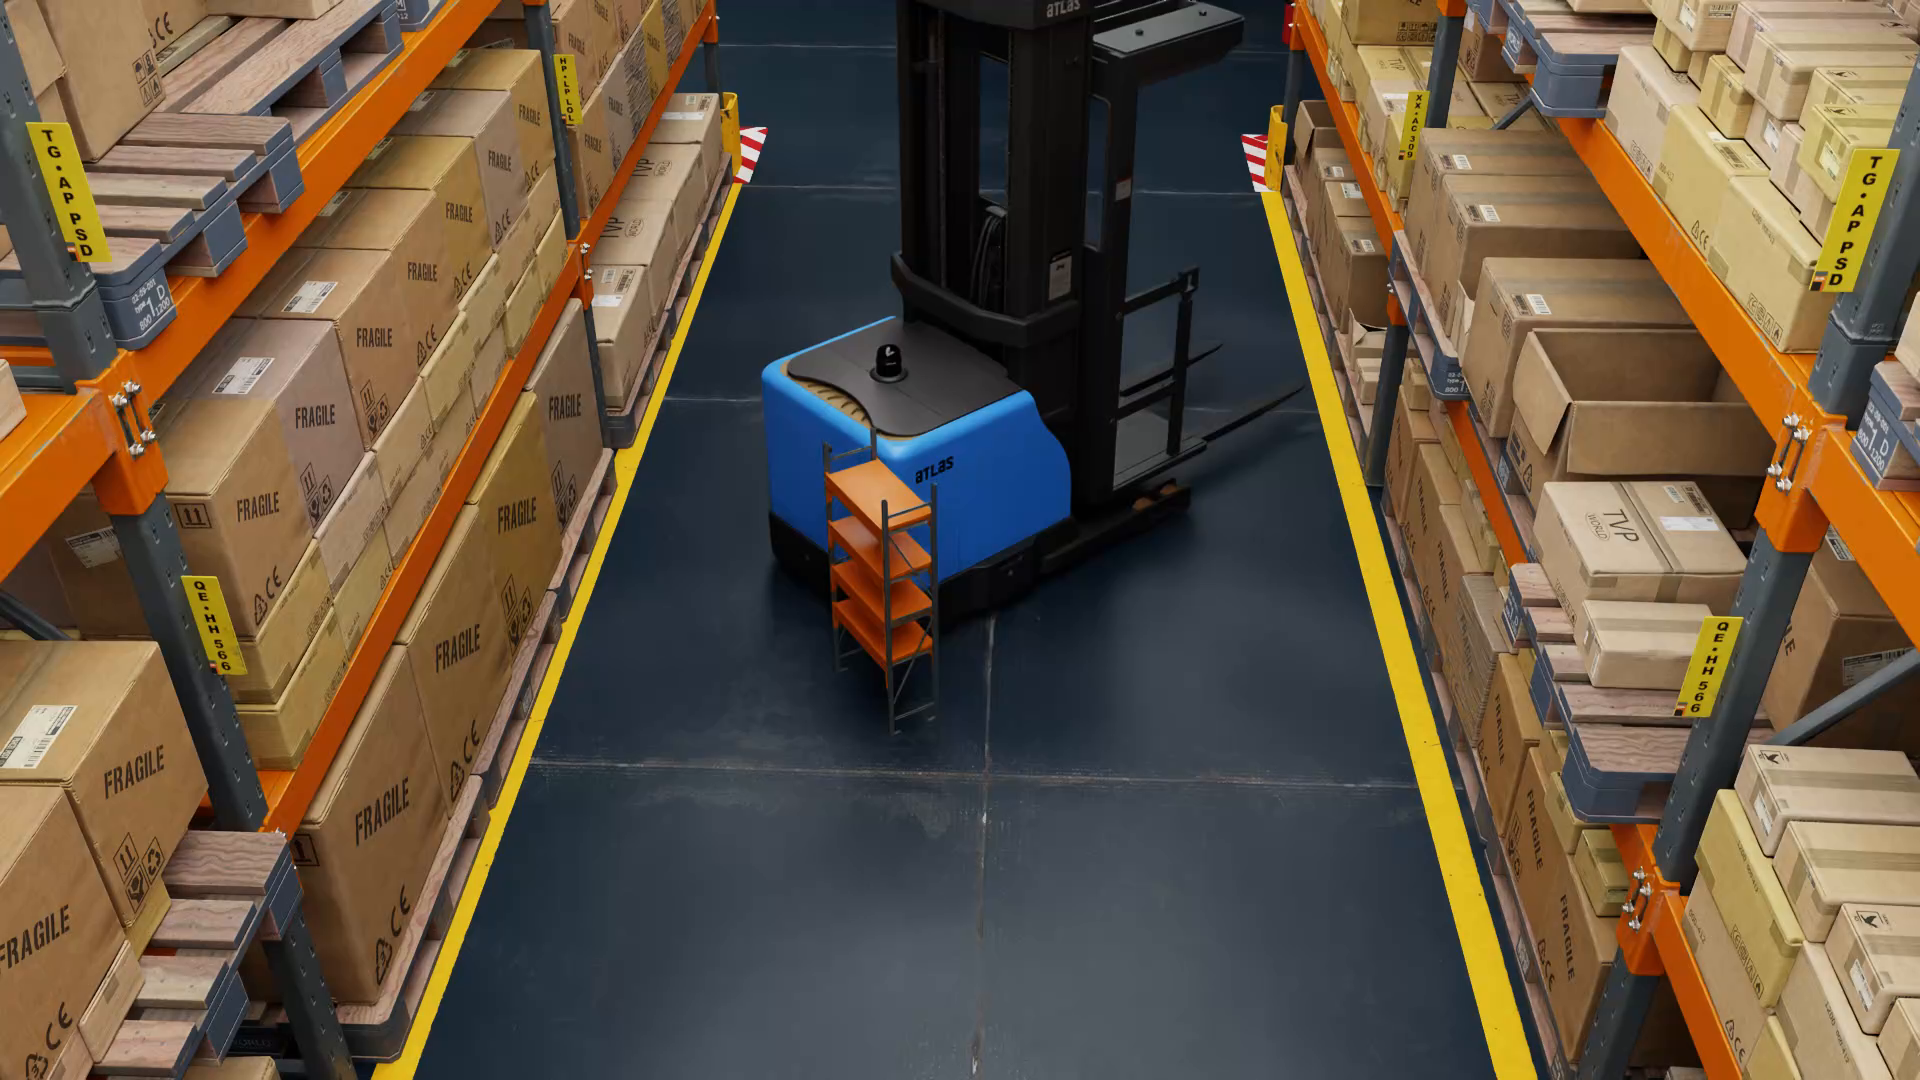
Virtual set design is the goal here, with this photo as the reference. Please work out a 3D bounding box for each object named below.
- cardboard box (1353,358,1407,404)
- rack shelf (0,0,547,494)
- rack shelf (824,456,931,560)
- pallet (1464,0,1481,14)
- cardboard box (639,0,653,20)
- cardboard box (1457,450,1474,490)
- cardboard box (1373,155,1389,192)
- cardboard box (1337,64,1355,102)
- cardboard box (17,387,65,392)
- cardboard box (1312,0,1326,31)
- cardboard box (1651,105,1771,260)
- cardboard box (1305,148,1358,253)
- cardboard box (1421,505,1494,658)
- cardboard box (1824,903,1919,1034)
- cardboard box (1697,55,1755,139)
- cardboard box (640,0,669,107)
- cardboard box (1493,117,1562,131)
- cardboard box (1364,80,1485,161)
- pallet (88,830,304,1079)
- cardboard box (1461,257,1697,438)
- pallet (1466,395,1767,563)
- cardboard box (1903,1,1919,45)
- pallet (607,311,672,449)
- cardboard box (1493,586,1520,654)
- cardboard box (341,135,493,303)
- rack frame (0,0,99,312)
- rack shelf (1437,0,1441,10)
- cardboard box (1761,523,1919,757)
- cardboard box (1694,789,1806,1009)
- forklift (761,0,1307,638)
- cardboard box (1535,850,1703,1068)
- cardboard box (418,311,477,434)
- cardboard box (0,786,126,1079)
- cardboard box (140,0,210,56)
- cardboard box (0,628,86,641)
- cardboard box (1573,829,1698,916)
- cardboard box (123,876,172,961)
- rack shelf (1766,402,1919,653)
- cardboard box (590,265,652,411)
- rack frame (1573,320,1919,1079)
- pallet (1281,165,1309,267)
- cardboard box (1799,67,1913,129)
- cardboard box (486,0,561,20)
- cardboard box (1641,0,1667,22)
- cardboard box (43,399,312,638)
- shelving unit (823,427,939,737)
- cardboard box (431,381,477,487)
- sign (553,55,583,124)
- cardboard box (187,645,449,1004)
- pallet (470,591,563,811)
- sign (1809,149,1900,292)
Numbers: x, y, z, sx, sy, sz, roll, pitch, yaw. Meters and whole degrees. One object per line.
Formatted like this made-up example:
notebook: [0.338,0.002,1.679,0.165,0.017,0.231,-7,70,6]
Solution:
cardboard box: [2.341,-0.856,8.973,0.380,0.149,0.250,0,35,0]
rack shelf: [-2.428,-1.420,5.679,1.077,0.370,4.000,1,35,2]
rack shelf: [-0.323,-0.135,6.715,0.258,0.148,0.480,-19,39,-25]
pallet: [2.516,-2.301,6.470,1.213,0.211,1.003,1,35,2]
cardboard box: [-2.005,-3.228,9.278,0.500,0.500,0.500,1,35,2]
cardboard box: [2.402,-0.272,7.273,0.380,0.149,0.250,1,35,1]
cardboard box: [2.348,-1.910,8.577,0.380,0.149,0.250,2,35,3]
cardboard box: [2.394,-2.646,9.624,0.380,0.149,0.250,2,35,3]
cardboard box: [-2.736,-0.386,5.234,0.500,0.500,0.500,2,35,3]
cardboard box: [2.465,-3.338,10.263,0.500,0.250,0.500,2,35,2]
cardboard box: [2.249,-0.981,4.558,0.500,0.250,0.500,1,35,2]
cardboard box: [2.580,-2.131,10.483,0.700,0.500,0.500,3,35,4]
cardboard box: [2.332,0.193,7.176,0.500,0.500,0.500,0,35,0]
cardboard box: [2.150,0.946,3.644,0.380,0.149,0.250,2,35,3]
cardboard box: [2.258,-1.206,4.533,0.380,0.149,0.250,1,35,2]
cardboard box: [-1.996,-2.811,9.554,0.500,0.500,0.500,2,35,3]
cardboard box: [2.902,-1.862,8.163,0.500,0.250,0.500,1,35,1]
cardboard box: [2.394,-2.170,8.601,0.500,0.250,0.500,1,35,2]
pallet: [-2.430,1.152,4.168,1.213,0.211,1.003,1,35,2]
cardboard box: [2.317,-0.715,6.207,0.700,0.500,0.500,1,35,2]
pallet: [2.525,-0.264,6.185,1.003,0.211,1.213,1,35,2]
cardboard box: [2.753,-1.323,4.441,0.380,0.149,0.250,2,35,3]
pallet: [-2.239,-0.930,9.390,1.003,0.211,1.213,1,35,2]
cardboard box: [2.300,0.309,6.446,0.380,0.149,0.250,0,35,0]
cardboard box: [-2.168,-1.235,6.443,0.500,0.500,0.500,2,35,3]
rack frame: [-2.508,-1.793,2.974,1.000,3.000,0.127,1,35,2]
rack shelf: [2.693,-3.606,8.789,1.077,0.370,4.000,1,35,2]
cardboard box: [2.628,0.270,4.805,0.500,0.500,0.500,3,35,4]
cardboard box: [2.165,0.880,4.085,0.500,0.250,0.500,1,35,2]
forklift: [0.532,-1.451,7.766,3.031,2.935,1.130,-26,43,-32]
cardboard box: [2.254,1.377,5.490,0.500,0.500,0.500,2,35,3]
cardboard box: [-2.153,-0.641,6.249,0.500,0.250,0.500,2,35,3]
cardboard box: [-2.259,0.892,3.661,0.500,0.500,0.500,1,35,1]
cardboard box: [-2.727,-1.797,5.138,0.500,0.500,0.500,2,35,2]
cardboard box: [-2.743,0.235,5.003,0.500,0.250,0.500,1,35,2]
cardboard box: [2.218,1.070,5.363,0.380,0.149,0.250,0,35,0]
cardboard box: [-2.225,0.942,4.154,0.380,0.149,0.250,2,35,3]
rack shelf: [2.371,0.991,2.249,1.077,0.370,4.000,1,35,2]
cardboard box: [-2.215,-1.118,9.095,0.875,0.438,0.875,1,35,1]
rack frame: [2.452,0.774,4.539,1.000,3.000,0.127,1,35,2]
pallet: [2.739,-2.179,11.167,1.003,0.211,1.213,1,35,2]
cardboard box: [2.286,-1.029,4.022,0.380,0.149,0.250,0,35,0]
cardboard box: [-2.076,-2.527,7.716,0.380,0.149,0.250,1,35,1]
cardboard box: [2.222,-1.626,4.871,0.380,0.149,0.250,1,35,2]
cardboard box: [-2.244,-0.066,4.778,0.500,0.500,0.500,0,35,0]
shelving unit: [-0.323,0.186,6.941,0.258,1.200,0.503,-19,39,-25]
cardboard box: [-2.191,-0.432,6.387,0.500,0.250,0.500,1,35,2]
sign: [-1.805,-2.071,7.649,0.100,0.325,0.005,1,35,2]
cardboard box: [-2.397,0.964,5.752,0.875,0.875,0.875,1,35,1]
pallet: [-2.349,0.653,7.138,1.003,0.211,1.213,1,35,2]
sign: [1.910,-0.678,3.548,0.100,0.325,0.005,1,35,2]
